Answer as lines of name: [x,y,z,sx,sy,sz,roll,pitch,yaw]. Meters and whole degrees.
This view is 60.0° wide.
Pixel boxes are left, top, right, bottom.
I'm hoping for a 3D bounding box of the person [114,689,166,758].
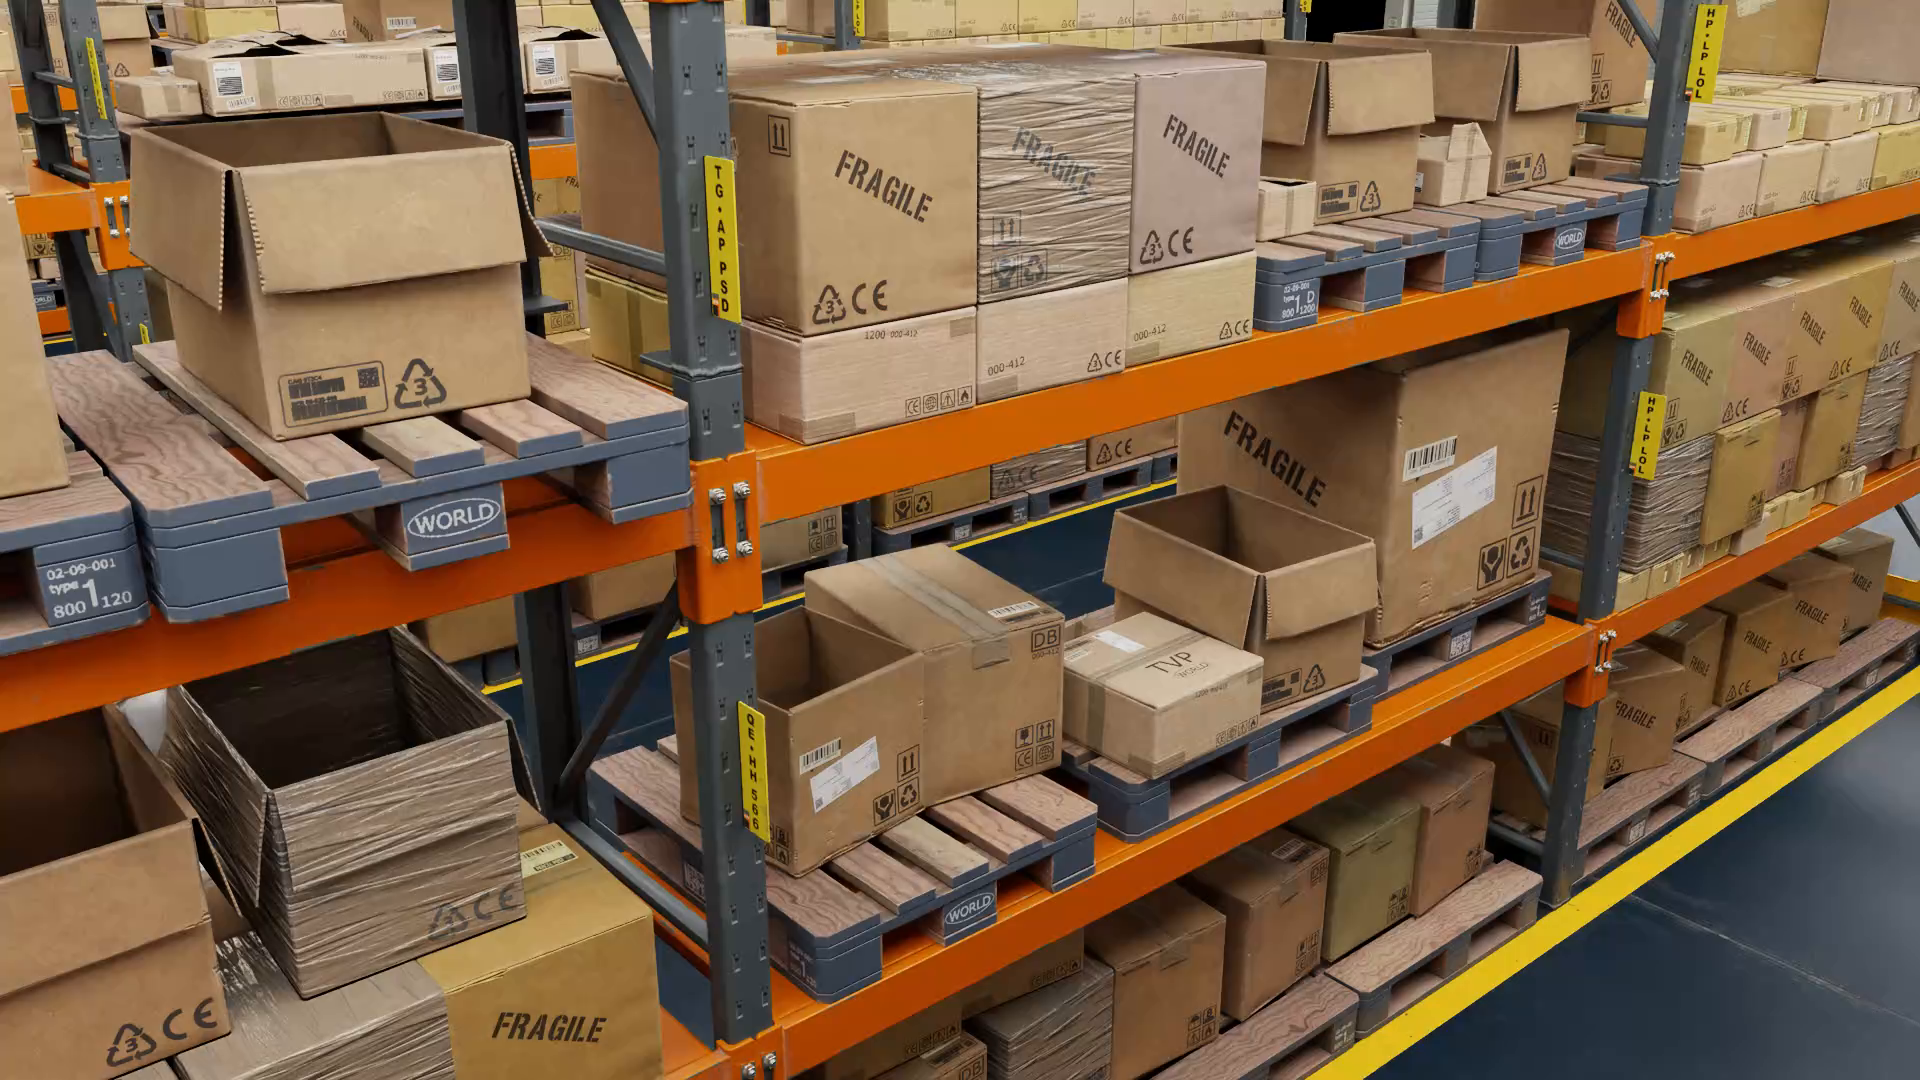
person: [-2.855,0.971,5.924,0.586,1.781,0.529,-13,24,-30]
